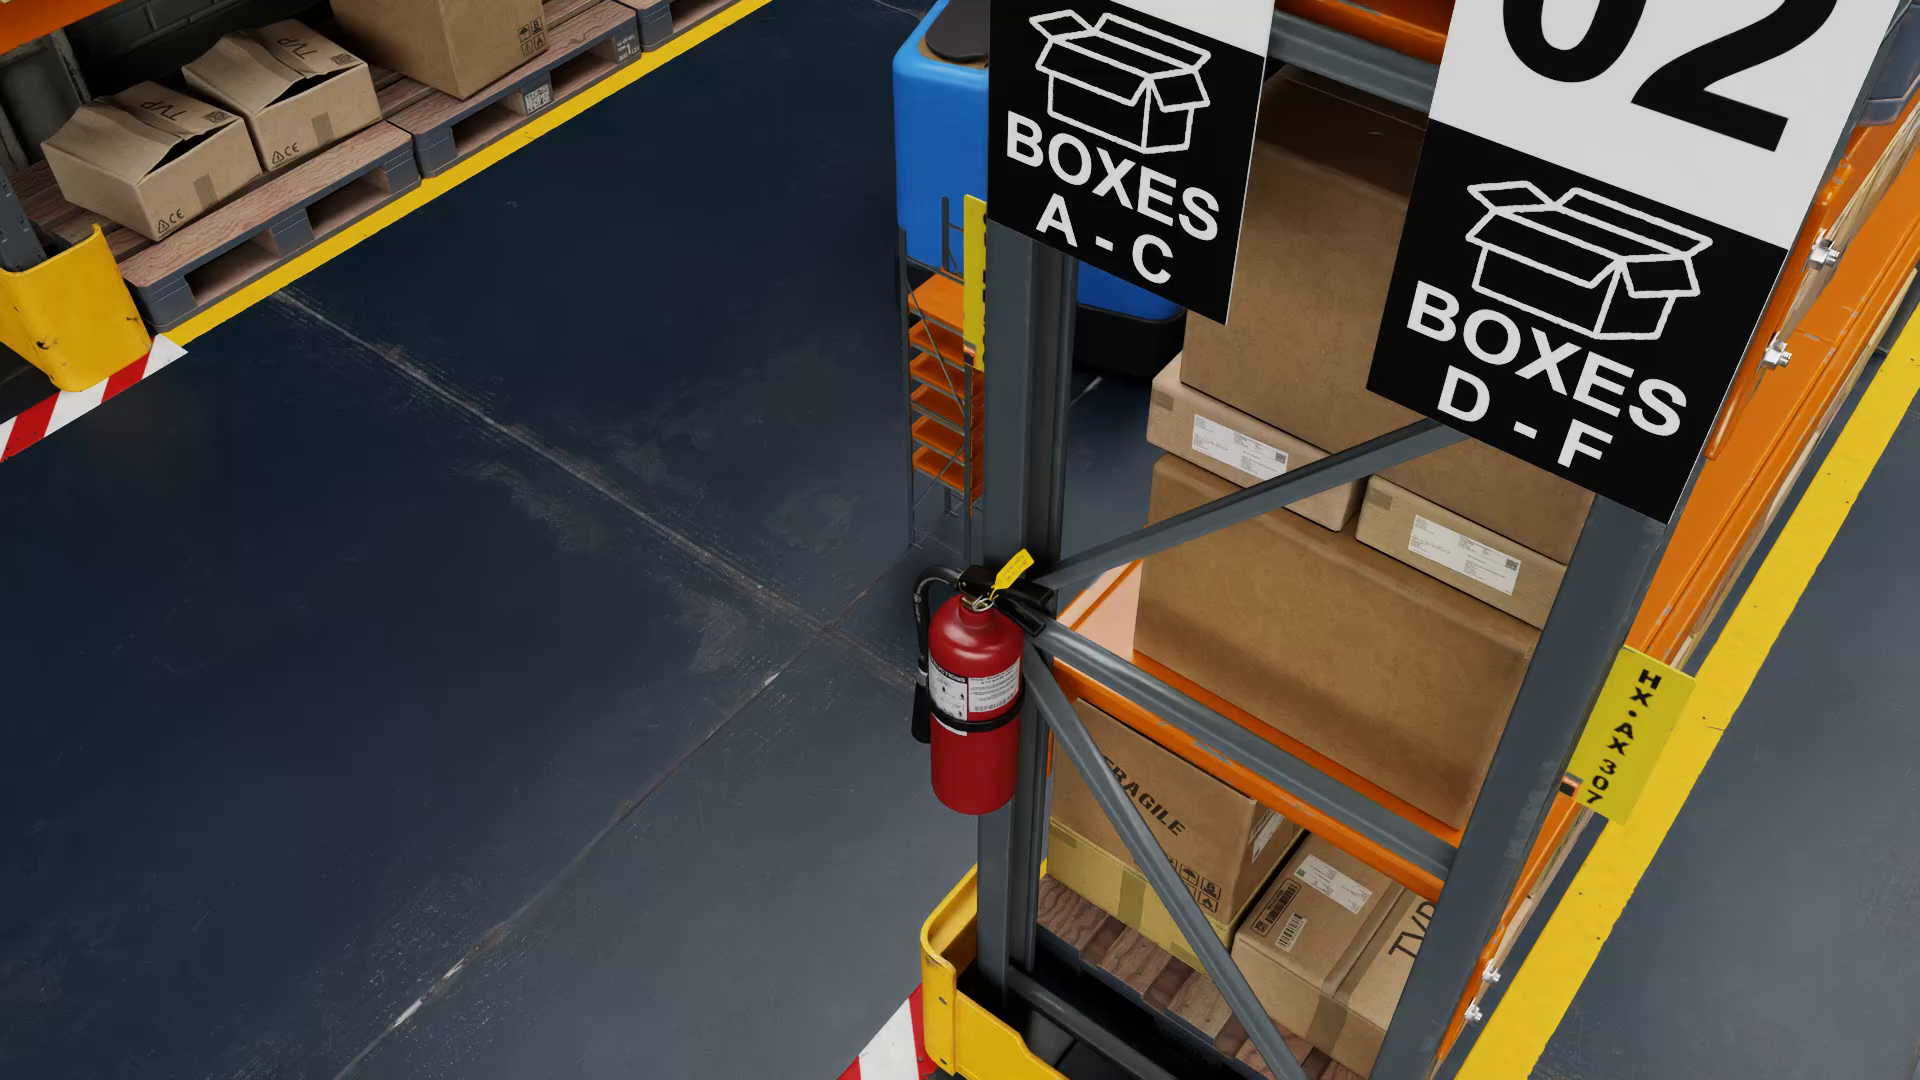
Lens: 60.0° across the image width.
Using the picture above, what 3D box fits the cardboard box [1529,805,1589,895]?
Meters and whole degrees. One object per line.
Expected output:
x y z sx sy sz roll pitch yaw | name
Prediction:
1.276 0.398 3.888 0.500 0.500 0.500 29 53 25 | cardboard box

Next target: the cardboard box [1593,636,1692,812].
1.580 0.371 4.433 0.500 0.250 0.500 29 53 25 | cardboard box

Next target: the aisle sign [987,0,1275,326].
0.195 -0.642 1.991 0.394 0.787 0.004 29 53 25 | aisle sign

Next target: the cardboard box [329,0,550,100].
-2.124 -2.208 6.709 0.700 0.500 0.500 26 52 23 | cardboard box

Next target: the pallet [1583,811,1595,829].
1.648 0.160 4.951 1.003 0.211 1.213 29 53 25 | pallet

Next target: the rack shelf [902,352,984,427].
-0.009 -0.458 4.754 0.258 0.103 0.180 29 53 25 | rack shelf

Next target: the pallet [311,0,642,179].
-2.137 -2.064 7.076 1.003 0.211 1.213 29 53 25 | pallet

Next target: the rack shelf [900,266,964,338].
-0.009 -0.624 4.580 0.258 0.103 0.180 29 53 25 | rack shelf

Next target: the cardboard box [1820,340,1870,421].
2.488 -0.752 4.987 0.500 0.500 0.500 29 53 25 | cardboard box

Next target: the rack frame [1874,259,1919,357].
2.913 -1.941 5.029 1.000 3.000 0.127 29 53 25 | rack frame

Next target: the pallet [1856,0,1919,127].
0.920 -1.051 2.166 1.003 0.211 1.213 29 53 25 | pallet

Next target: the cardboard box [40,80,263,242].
-2.960 -1.419 6.086 0.500 0.311 0.500 24 51 21 | cardboard box

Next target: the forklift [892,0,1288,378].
0.775 -2.651 5.756 1.130 2.935 3.031 16 48 14 | forklift

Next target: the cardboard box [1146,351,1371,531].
0.550 -0.213 2.862 0.380 0.149 0.250 28 53 24 | cardboard box

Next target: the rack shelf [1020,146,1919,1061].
1.690 -0.548 4.196 1.077 0.370 4.000 29 53 25 | rack shelf

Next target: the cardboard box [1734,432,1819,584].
2.195 -0.200 4.977 0.500 0.250 0.500 29 53 25 | cardboard box

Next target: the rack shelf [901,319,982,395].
-0.009 -0.541 4.667 0.258 0.103 0.180 29 53 25 | rack shelf

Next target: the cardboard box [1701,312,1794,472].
1.389 -0.532 3.615 0.700 0.500 0.500 30 53 25 | cardboard box

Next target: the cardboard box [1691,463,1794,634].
1.891 -0.172 4.432 0.500 0.500 0.500 29 53 25 | cardboard box

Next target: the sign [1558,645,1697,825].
0.903 0.271 2.264 0.100 0.325 0.005 29 53 25 | sign

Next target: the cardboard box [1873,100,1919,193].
1.818 -0.919 3.536 0.380 0.149 0.250 30 53 25 | cardboard box

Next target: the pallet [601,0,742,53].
-1.392 -2.765 7.746 1.003 0.211 1.213 29 53 25 | pallet

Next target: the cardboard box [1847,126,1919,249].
2.020 -1.129 4.184 0.700 0.500 0.500 30 53 26 | cardboard box

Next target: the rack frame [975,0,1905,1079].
0.468 0.348 2.843 1.000 3.000 0.127 29 53 25 | rack frame

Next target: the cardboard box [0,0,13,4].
-2.905 -1.934 5.113 0.500 0.250 0.500 28 52 24 | cardboard box

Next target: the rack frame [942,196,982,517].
0.047 -0.459 4.858 0.240 1.200 0.006 29 53 25 | rack frame

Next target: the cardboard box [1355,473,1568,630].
0.878 -0.040 2.696 0.380 0.149 0.250 29 53 25 | cardboard box

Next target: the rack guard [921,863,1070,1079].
0.453 1.225 3.734 1.175 0.500 0.348 29 53 25 | rack guard

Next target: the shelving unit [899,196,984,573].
-0.009 -0.406 4.808 0.258 1.200 0.189 29 53 25 | shelving unit

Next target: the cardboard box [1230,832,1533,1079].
0.972 0.944 3.885 0.500 0.250 0.500 29 53 25 | cardboard box

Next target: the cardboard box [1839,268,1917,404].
2.803 -0.774 5.526 0.500 0.250 0.500 29 53 25 | cardboard box

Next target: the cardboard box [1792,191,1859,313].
1.508 -0.631 3.261 0.380 0.149 0.250 28 52 24 | cardboard box
